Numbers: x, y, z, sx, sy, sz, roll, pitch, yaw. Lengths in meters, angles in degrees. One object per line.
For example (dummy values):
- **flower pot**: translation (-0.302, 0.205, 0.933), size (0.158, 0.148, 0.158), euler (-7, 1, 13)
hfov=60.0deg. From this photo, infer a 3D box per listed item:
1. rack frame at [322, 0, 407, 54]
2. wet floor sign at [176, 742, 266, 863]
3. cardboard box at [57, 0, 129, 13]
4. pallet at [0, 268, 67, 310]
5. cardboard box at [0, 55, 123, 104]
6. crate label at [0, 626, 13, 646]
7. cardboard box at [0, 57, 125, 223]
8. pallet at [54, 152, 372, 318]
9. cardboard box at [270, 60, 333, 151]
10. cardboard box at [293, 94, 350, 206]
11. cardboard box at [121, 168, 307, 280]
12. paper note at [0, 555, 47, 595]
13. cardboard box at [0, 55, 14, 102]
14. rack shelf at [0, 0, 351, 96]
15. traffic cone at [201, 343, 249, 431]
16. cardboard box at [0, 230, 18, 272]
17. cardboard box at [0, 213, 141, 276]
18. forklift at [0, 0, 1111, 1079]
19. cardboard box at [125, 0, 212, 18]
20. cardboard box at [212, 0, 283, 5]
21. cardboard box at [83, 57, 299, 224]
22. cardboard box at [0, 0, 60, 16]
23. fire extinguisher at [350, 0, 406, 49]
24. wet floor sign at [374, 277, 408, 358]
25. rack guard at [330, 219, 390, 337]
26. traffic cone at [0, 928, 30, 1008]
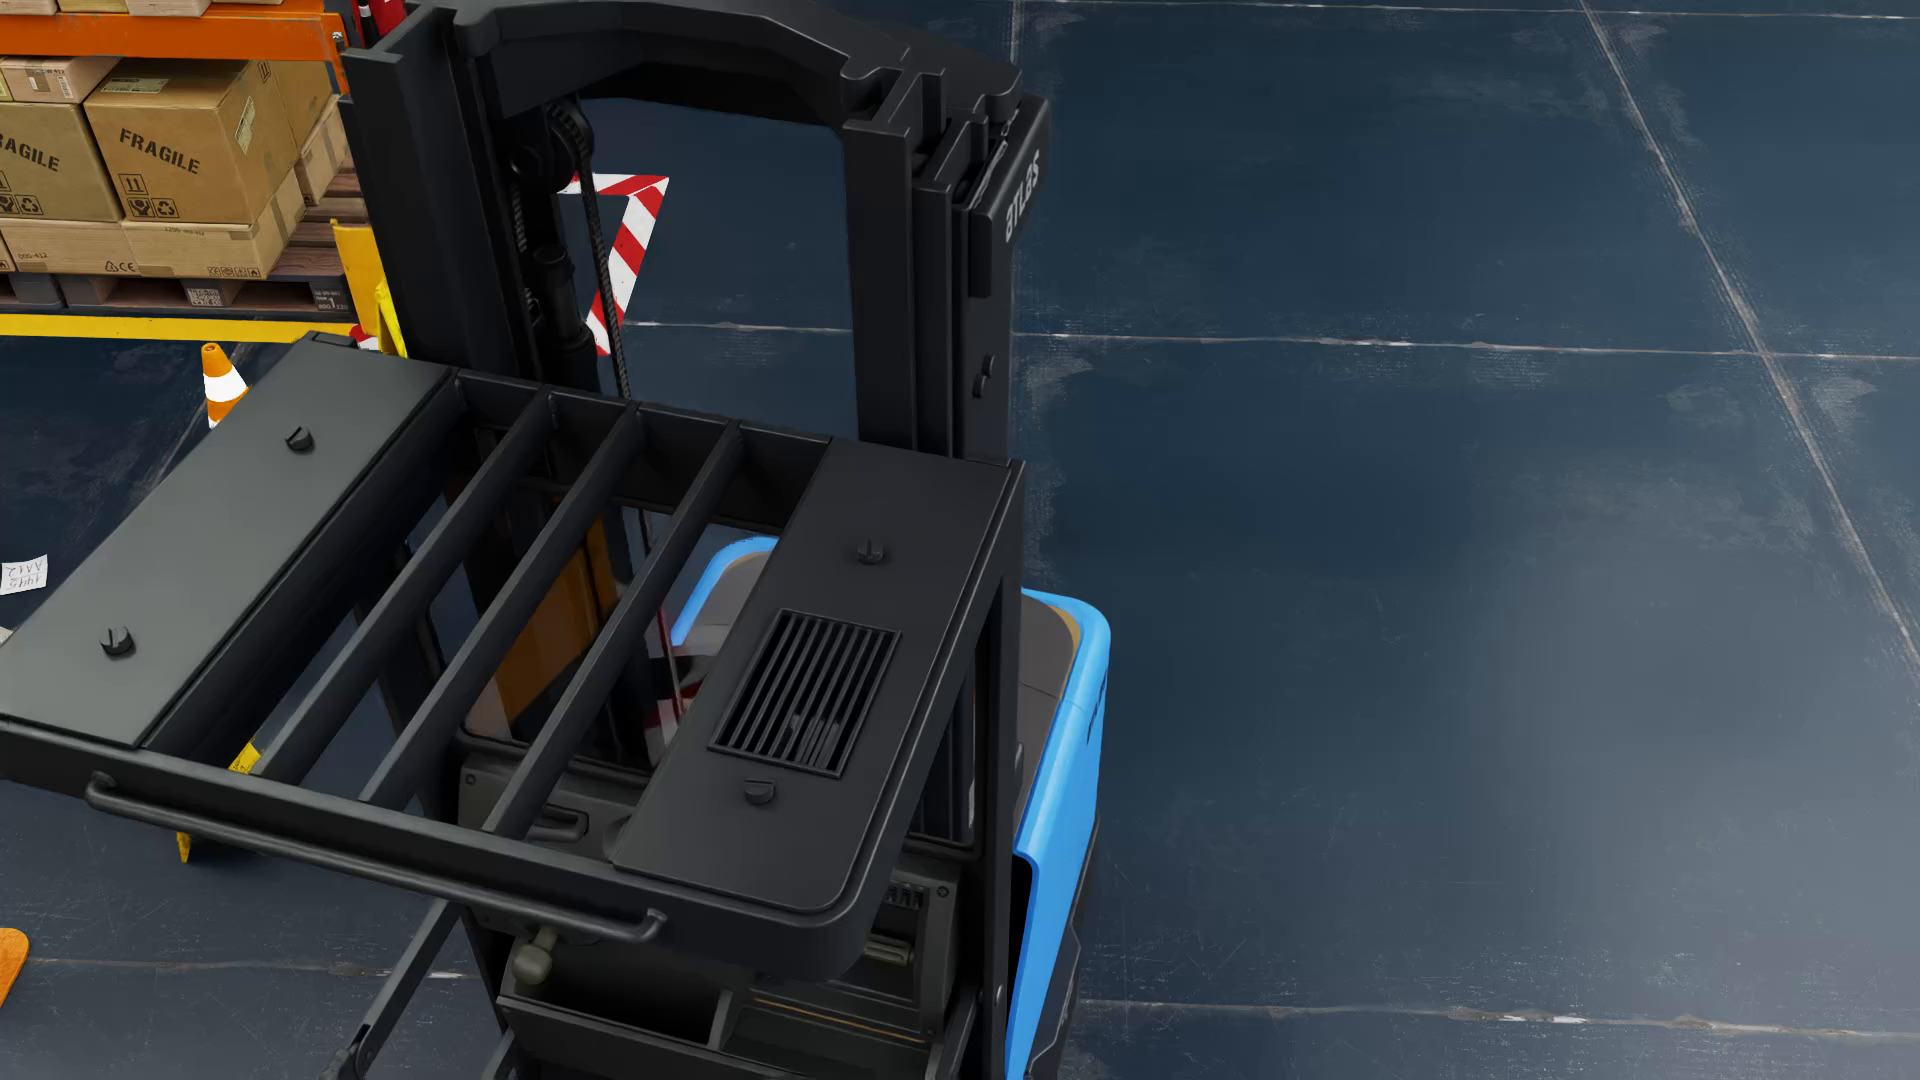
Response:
- **rack frame**: translation (-2.122, -2.298, 6.016), size (0.127, 3.000, 1.000), euler (2, 43, 2)
- **wet floor sign**: translation (-2.126, 0.590, 4.643), size (0.232, 0.644, 0.267), euler (-5, 43, -5)
- **cardboard box**: translation (-3.019, -2.026, 5.909), size (0.250, 0.149, 0.380), euler (1, 43, 1)
- **pallet**: translation (-4.224, -1.368, 7.064), size (1.213, 0.211, 1.003), euler (2, 43, 2)
- **cardboard box**: translation (-3.304, -1.770, 6.132), size (0.250, 0.149, 0.380), euler (3, 43, 3)
- **crate label**: translation (-3.108, 0.399, 5.221), size (0.298, 0.136, 0.250), euler (-19, 46, -20)
- **cardboard box**: translation (-3.456, -1.580, 6.405), size (0.500, 0.500, 0.500), euler (3, 43, 3)
- **pallet**: translation (-3.008, -1.329, 7.021), size (1.213, 0.211, 1.003), euler (2, 43, 2)
- **cardboard box**: translation (-2.939, -1.933, 6.783), size (0.500, 0.500, 0.500), euler (0, 43, 0)
- **cardboard box**: translation (-2.916, -1.658, 7.039), size (0.500, 0.250, 0.500), euler (1, 43, 2)
- **cardboard box**: translation (-2.966, -1.288, 6.641), size (0.500, 0.250, 0.500), euler (2, 43, 2)
- **paper note**: translation (-3.156, 0.115, 5.604), size (0.142, 0.019, 0.148), euler (-12, 44, -13)
- **cardboard box**: translation (-3.555, -1.779, 6.143), size (0.250, 0.149, 0.380), euler (2, 43, 3)
- **rack shelf**: translation (-4.120, -2.096, 6.327), size (4.000, 0.370, 1.077), euler (2, 43, 2)
- **traffic cone**: translation (-2.610, -0.504, 5.952), size (0.334, 0.463, 0.336), euler (2, 43, 2)
- **cardboard box**: translation (-3.982, -1.320, 6.676), size (0.500, 0.250, 0.500), euler (0, 43, 0)
- **cardboard box**: translation (-3.459, -1.308, 6.663), size (0.500, 0.250, 0.500), euler (2, 43, 2)
- **forklift**: translation (-0.516, 0.744, 2.801), size (1.130, 2.935, 3.031), euler (11, 44, 12)
- **cardboard box**: translation (-2.764, -2.004, 5.885), size (0.250, 0.149, 0.380), euler (1, 43, 1)
- **cardboard box**: translation (-2.506, -2.072, 5.957), size (0.250, 0.149, 0.380), euler (3, 43, 3)
- **cardboard box**: translation (-2.934, -1.567, 6.390), size (0.500, 0.500, 0.500), euler (2, 43, 2)
- **cardboard box**: translation (-3.277, -2.014, 5.895), size (0.250, 0.149, 0.380), euler (2, 43, 3)
- **fire extinguisher**: translation (-2.029, -1.952, 5.702), size (0.183, 0.674, 0.296), euler (2, 43, 2)
- **wet floor sign**: translation (-1.981, -0.702, 6.030), size (0.232, 0.644, 0.267), euler (16, 45, 16)
- **rack guard**: translation (-2.198, -1.385, 6.870), size (0.348, 0.500, 1.175), euler (2, 43, 2)
- **traffic cone**: translation (-2.711, 1.021, 4.314), size (0.334, 0.463, 0.336), euler (2, 43, 2)
